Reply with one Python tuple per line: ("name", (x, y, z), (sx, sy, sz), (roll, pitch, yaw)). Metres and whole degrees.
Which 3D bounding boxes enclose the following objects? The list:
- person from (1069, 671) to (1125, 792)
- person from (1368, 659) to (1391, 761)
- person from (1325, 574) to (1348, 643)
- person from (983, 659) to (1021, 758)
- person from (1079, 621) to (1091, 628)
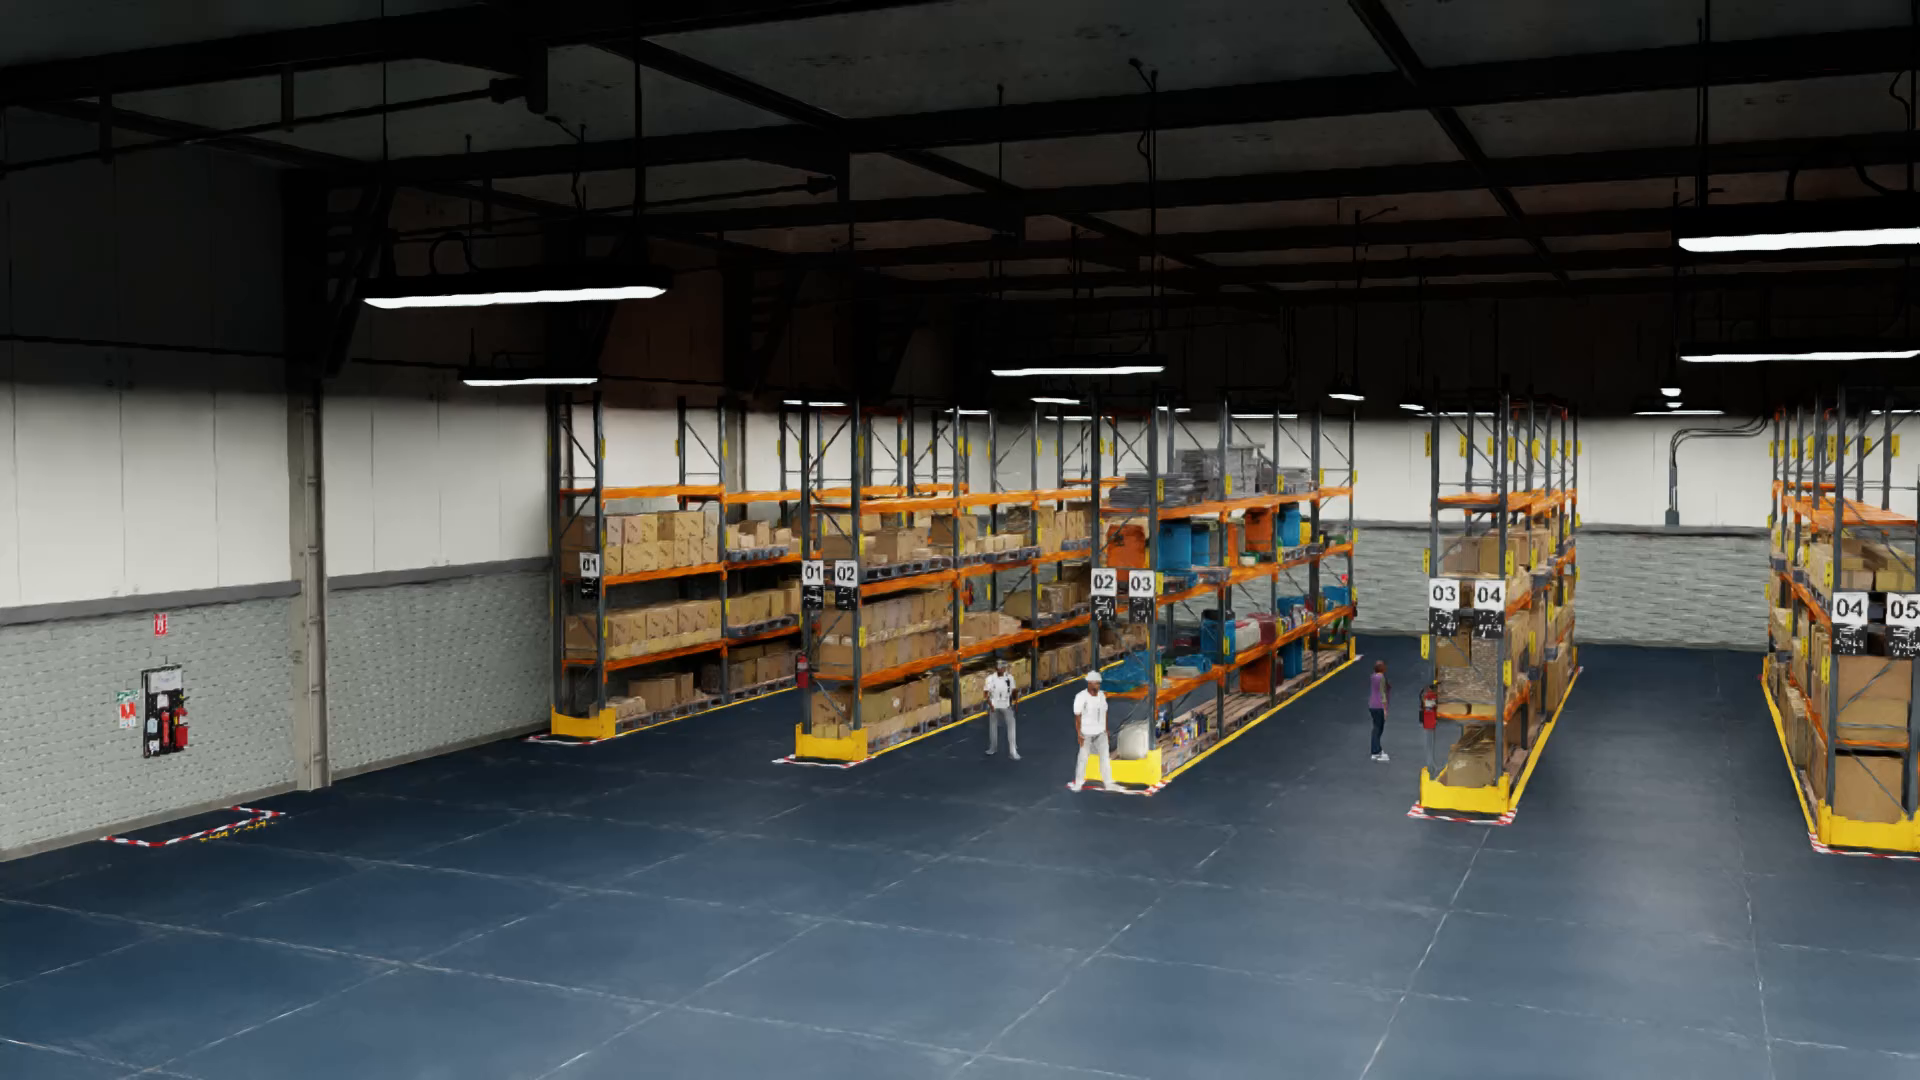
("person", (1.963, 2.775, 24.131), (0.731, 1.758, 0.534), (-2, 4, -29))
("person", (6.758, 2.715, 26.707), (0.399, 1.601, 0.469), (0, 3, -9))
("person", (9.755, 1.758, 42.698), (0.705, 1.787, 0.487), (-1, 3, -24))
("person", (0.684, 2.704, 26.907), (0.615, 1.609, 0.780), (0, 3, 3))
("person", (3.596, 1.599, 45.833), (0.612, 1.756, 0.577), (-1, 3, -13))
